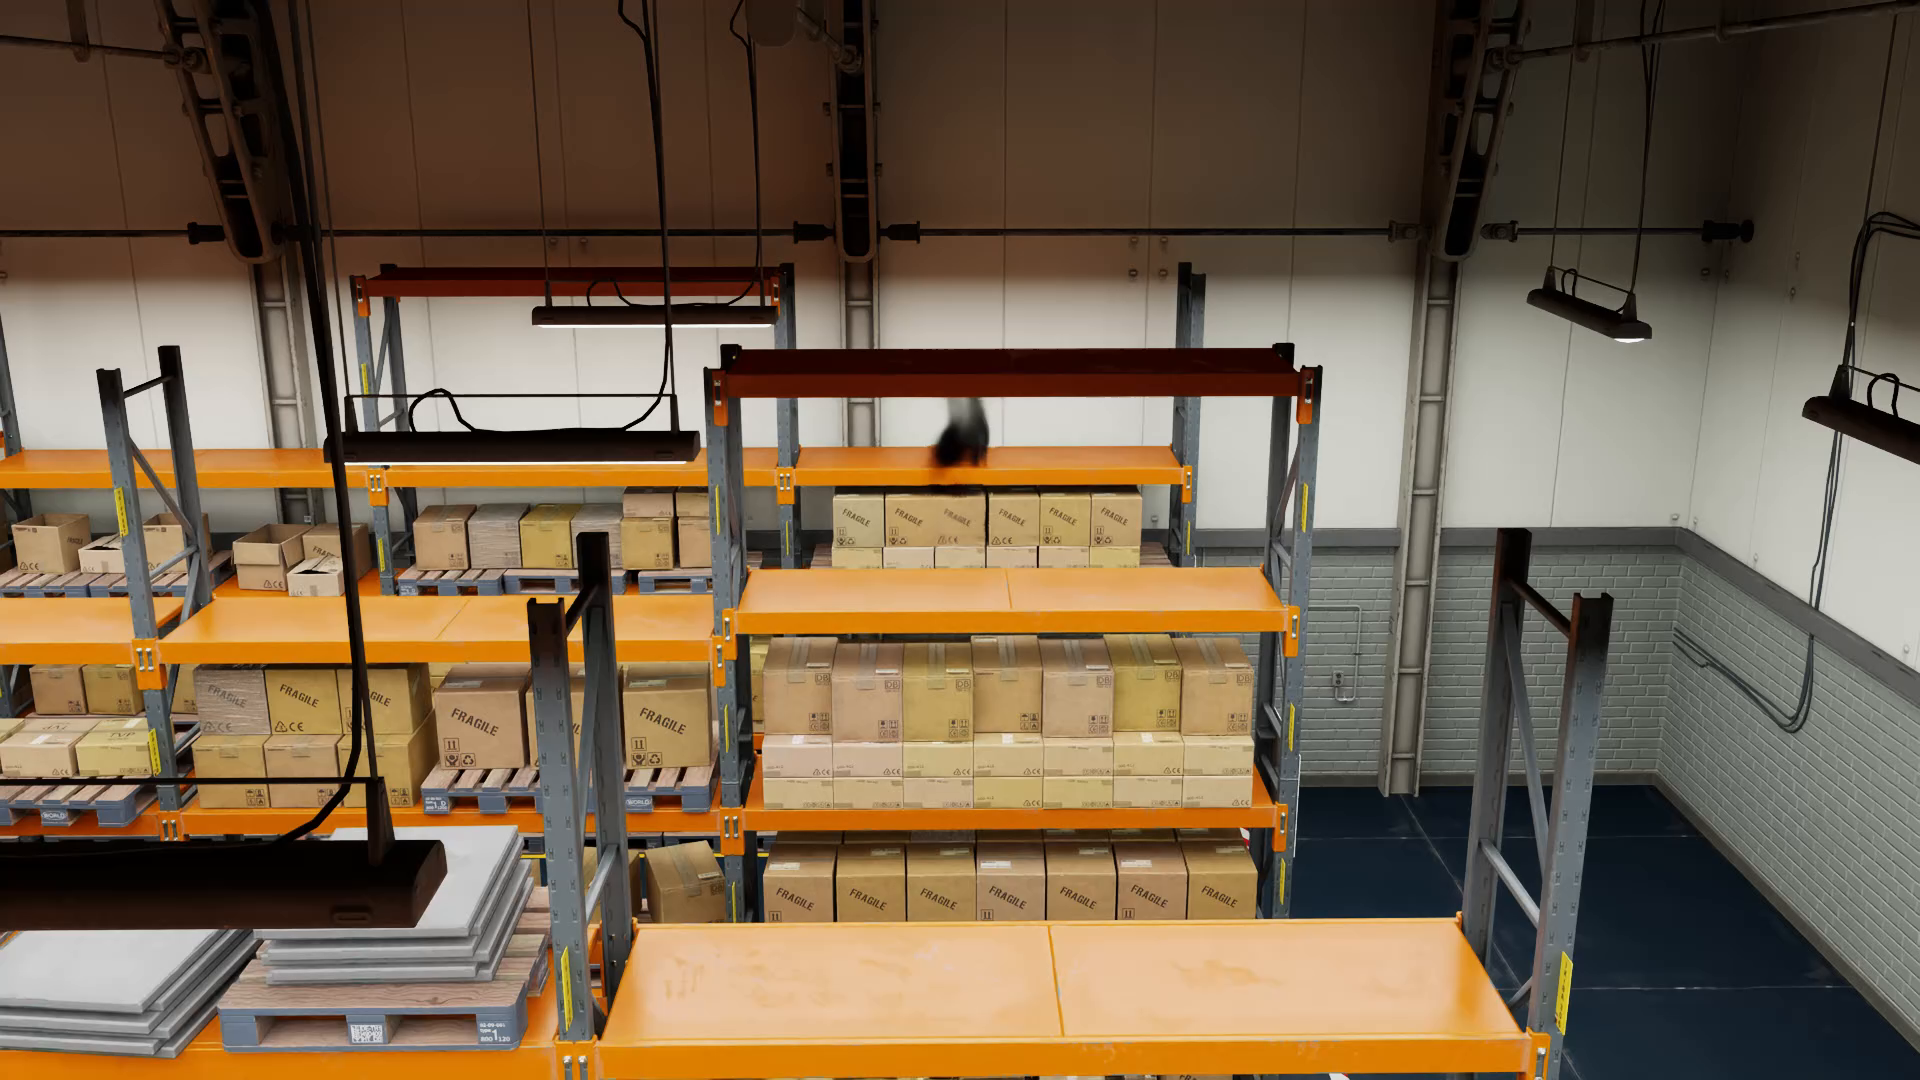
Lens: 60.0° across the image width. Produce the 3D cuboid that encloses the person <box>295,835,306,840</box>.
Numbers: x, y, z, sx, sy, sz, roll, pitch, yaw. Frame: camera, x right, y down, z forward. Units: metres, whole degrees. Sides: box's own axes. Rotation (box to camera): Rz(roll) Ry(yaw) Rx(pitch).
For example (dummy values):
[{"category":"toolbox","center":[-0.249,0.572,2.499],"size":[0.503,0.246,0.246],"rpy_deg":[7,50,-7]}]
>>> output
[{"category":"person","center":[-5.406,3.268,14.507],"size":[1.099,1.540,0.673],"rpy_deg":[4,17,12]}]
